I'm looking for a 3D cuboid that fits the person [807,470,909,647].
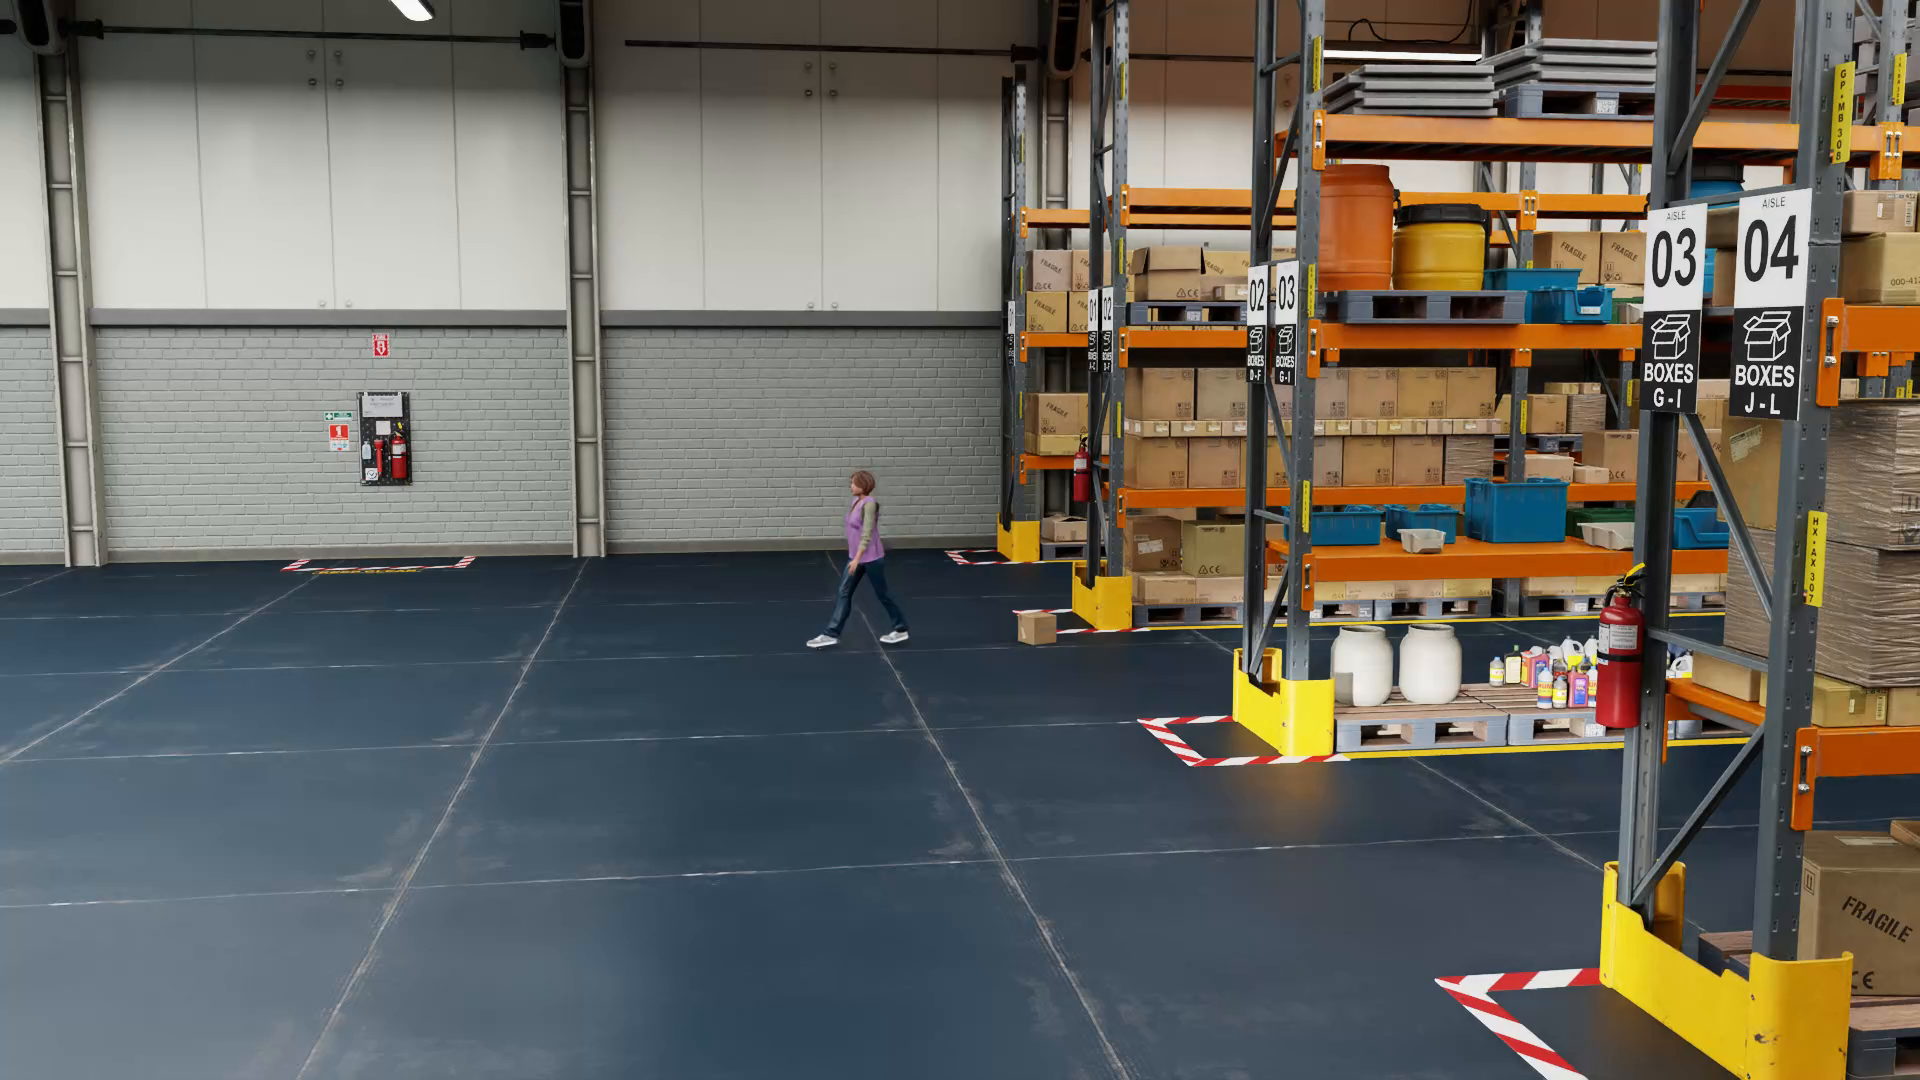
[{"bbox_3d":[-0.888,0.159,14.610,0.926,1.549,0.479,-3,7,-26],"label":"person"}]
